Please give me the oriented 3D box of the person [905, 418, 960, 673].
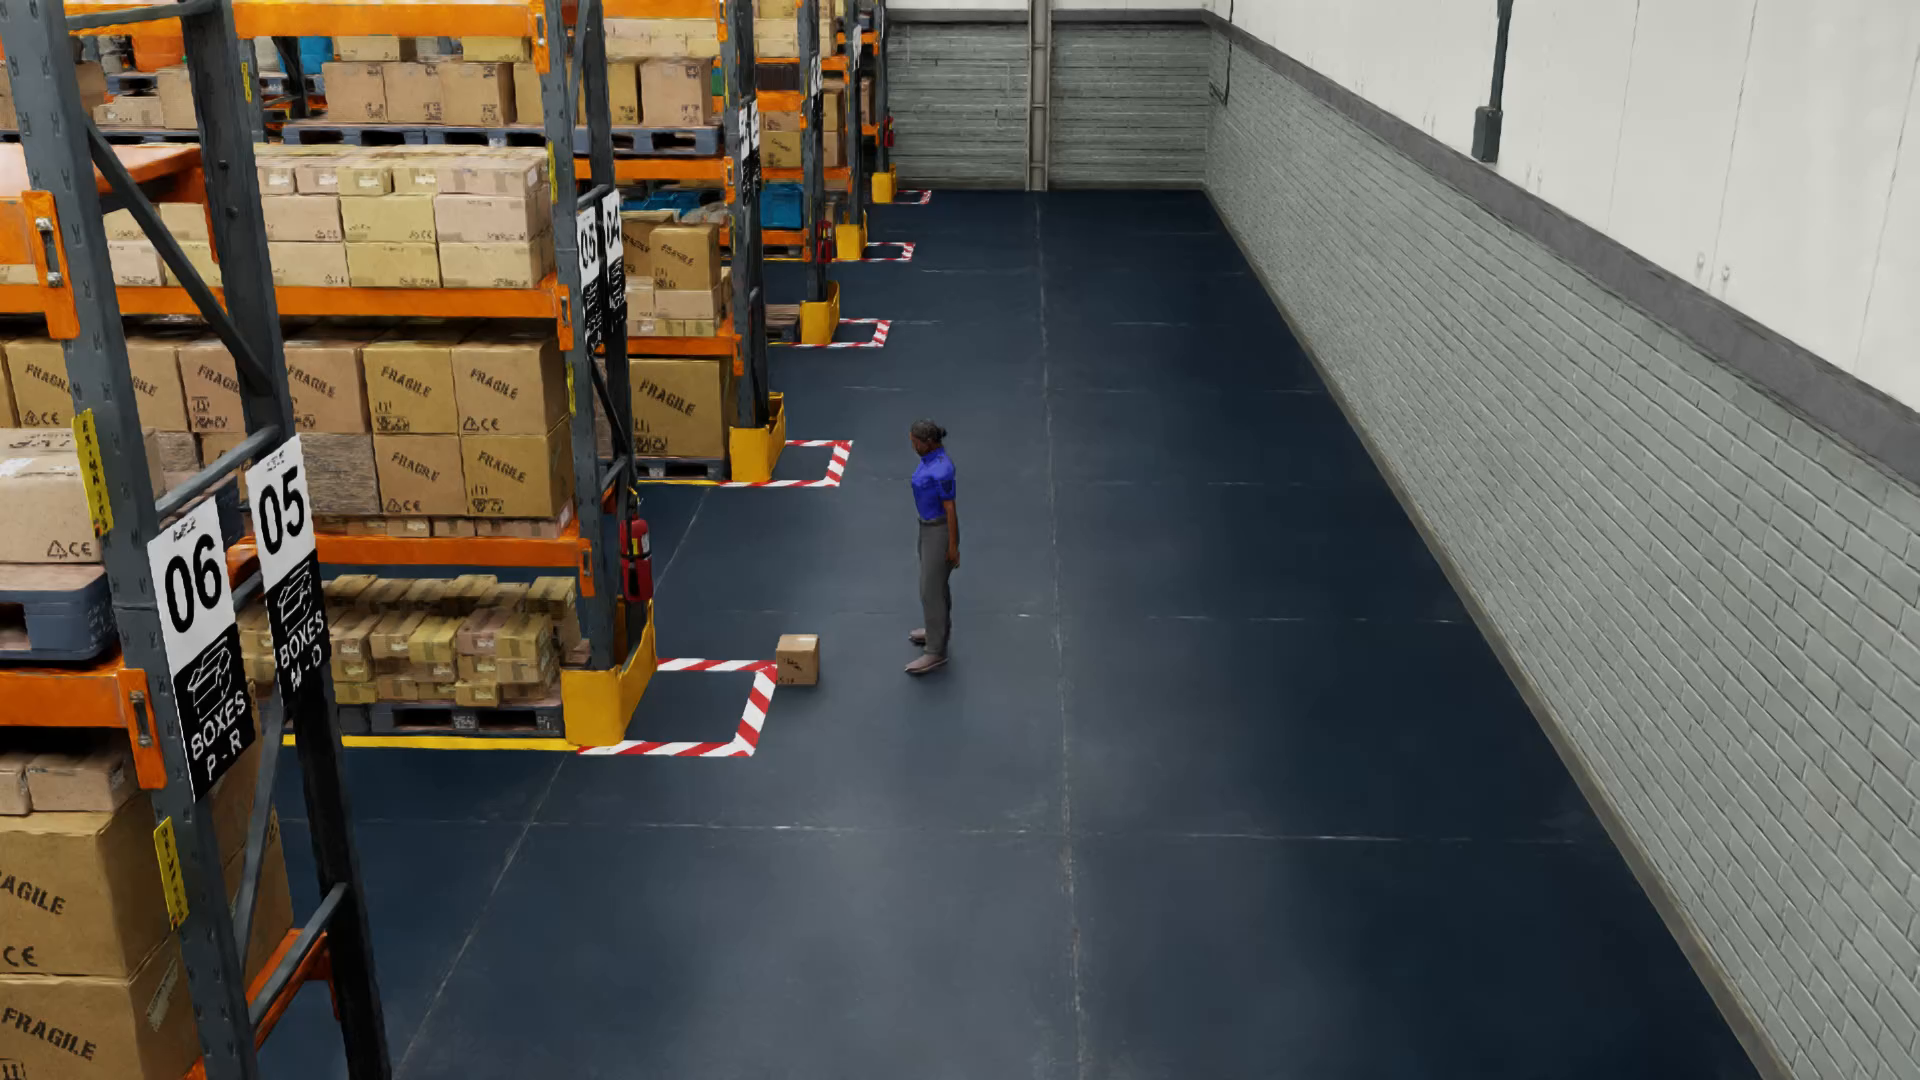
[{"bbox_3d":[-0.214,0.008,11.030,0.426,1.647,0.649,-4,21,-11],"label":"person"}]
